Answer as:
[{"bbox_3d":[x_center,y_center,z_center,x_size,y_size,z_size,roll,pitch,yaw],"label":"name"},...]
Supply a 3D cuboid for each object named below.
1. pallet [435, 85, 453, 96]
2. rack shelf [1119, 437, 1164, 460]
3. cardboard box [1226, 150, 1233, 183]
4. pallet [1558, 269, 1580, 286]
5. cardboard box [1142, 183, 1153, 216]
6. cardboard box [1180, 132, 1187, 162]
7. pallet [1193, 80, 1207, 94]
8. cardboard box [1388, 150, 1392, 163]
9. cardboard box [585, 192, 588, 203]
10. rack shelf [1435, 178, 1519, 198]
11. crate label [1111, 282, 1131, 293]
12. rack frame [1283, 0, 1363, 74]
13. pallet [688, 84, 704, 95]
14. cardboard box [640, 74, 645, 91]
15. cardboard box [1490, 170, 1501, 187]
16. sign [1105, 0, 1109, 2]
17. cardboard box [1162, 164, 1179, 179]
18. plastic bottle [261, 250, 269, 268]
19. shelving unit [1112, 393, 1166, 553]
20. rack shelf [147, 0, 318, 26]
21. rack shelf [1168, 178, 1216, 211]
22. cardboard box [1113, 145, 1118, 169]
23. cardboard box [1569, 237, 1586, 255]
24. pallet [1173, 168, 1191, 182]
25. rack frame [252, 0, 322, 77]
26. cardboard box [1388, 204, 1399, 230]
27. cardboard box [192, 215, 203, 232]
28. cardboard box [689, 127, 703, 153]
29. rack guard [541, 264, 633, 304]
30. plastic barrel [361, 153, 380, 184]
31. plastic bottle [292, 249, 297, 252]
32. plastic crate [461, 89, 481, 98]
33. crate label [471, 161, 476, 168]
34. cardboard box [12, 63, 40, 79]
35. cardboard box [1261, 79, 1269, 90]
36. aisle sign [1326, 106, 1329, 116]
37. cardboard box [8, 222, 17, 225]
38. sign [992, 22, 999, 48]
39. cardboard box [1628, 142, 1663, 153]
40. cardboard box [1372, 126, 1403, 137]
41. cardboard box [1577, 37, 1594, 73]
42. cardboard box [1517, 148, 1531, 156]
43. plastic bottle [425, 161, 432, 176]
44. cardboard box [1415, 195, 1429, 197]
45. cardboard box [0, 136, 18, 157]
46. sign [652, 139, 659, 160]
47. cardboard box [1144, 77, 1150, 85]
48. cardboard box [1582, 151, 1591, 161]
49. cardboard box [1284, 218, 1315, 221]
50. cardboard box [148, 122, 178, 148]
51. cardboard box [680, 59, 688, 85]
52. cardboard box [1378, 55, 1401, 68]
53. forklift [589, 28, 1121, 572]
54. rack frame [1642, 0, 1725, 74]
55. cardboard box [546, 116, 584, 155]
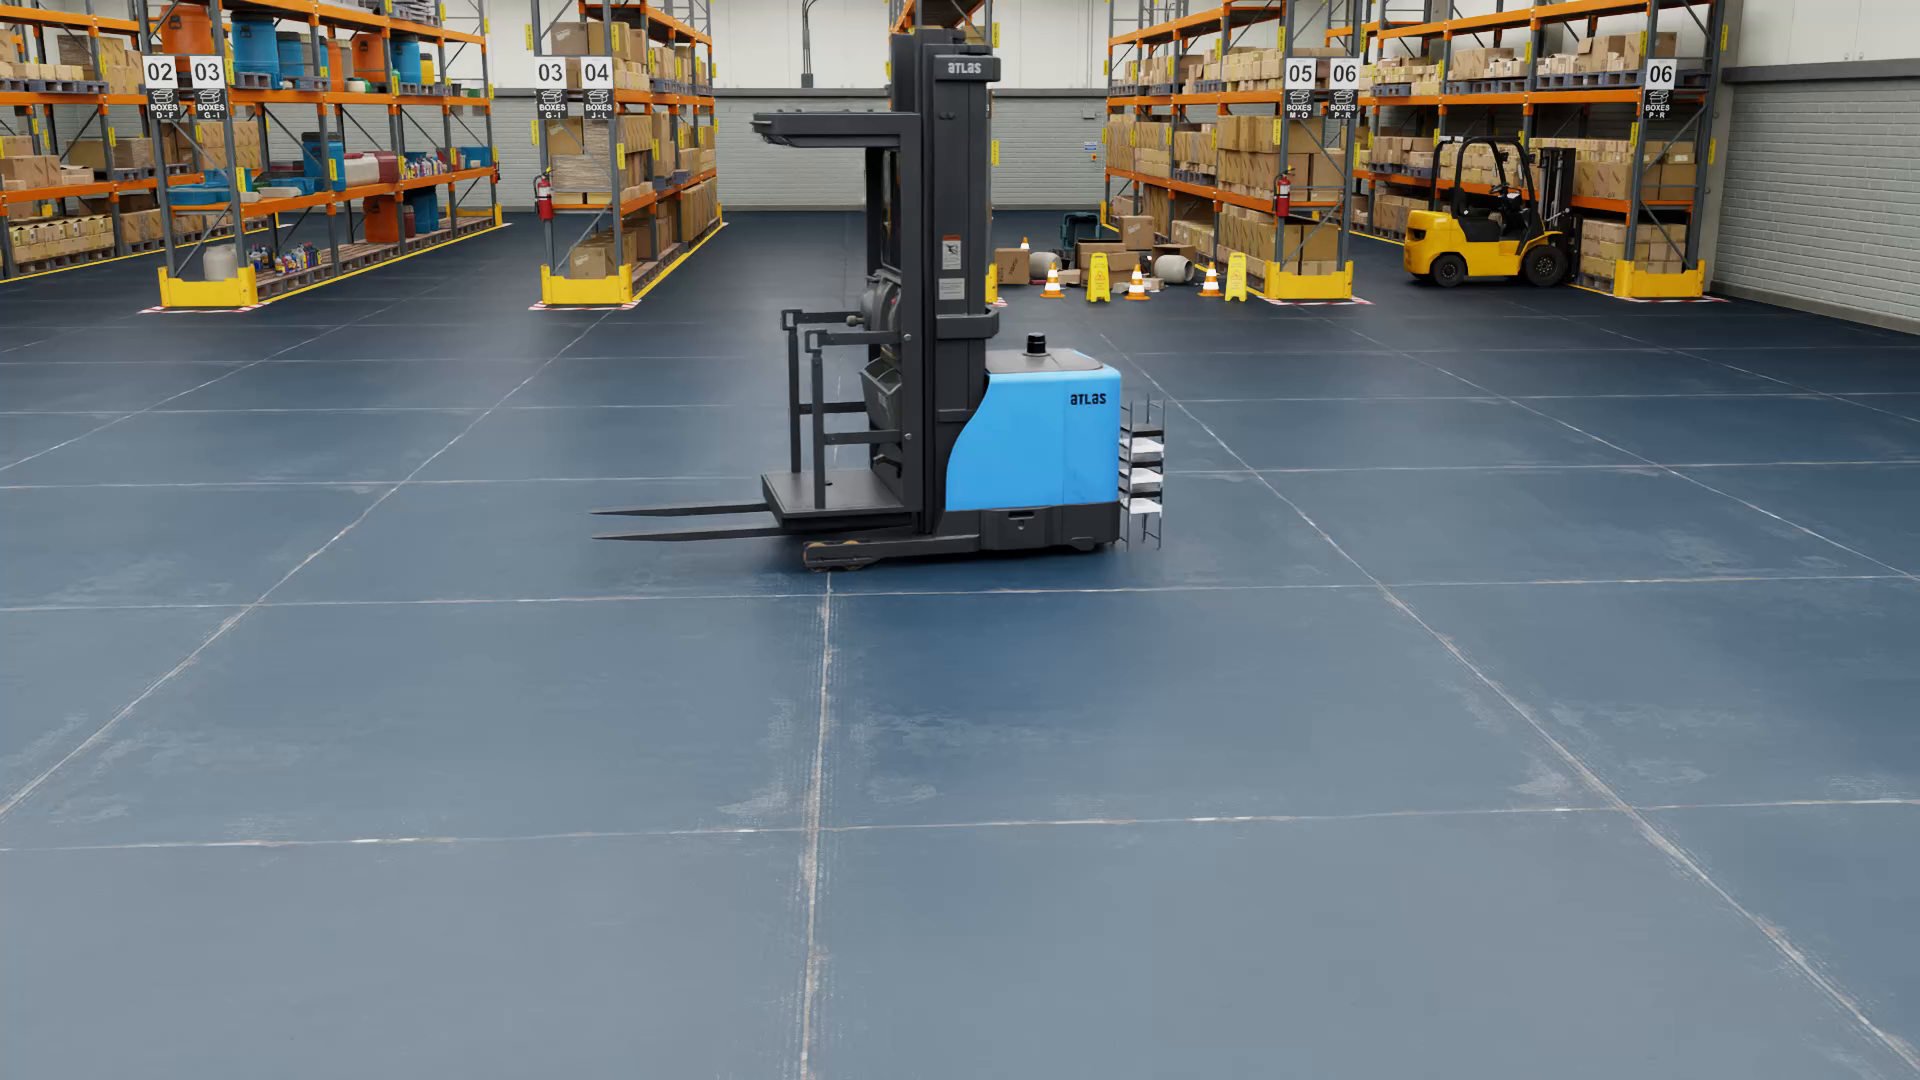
[{"bbox_3d":[-10.584,-8.738,32.325,1.213,0.211,1.003,-1,14,-3],"label":"pallet"},{"bbox_3d":[1.046,-0.537,9.718,0.200,0.077,0.258,-5,15,-17],"label":"rack shelf"},{"bbox_3d":[4.404,-5.764,25.611,0.500,0.500,0.500,-1,14,-4],"label":"cardboard box"},{"bbox_3d":[9.640,-4.034,25.282,1.003,0.211,1.213,-1,14,-3],"label":"pallet"},{"bbox_3d":[4.223,-6.821,33.937,0.875,0.875,0.875,0,14,-2],"label":"cardboard box"},{"bbox_3d":[4.189,-6.955,29.399,0.500,0.500,0.500,0,14,-1],"label":"cardboard box"},{"bbox_3d":[4.601,-7.584,27.841,1.213,0.211,1.003,-1,14,-3],"label":"pallet"},{"bbox_3d":[8.762,-7.664,33.219,0.396,0.266,0.258,0,14,-1],"label":"cardboard box"},{"bbox_3d":[-5.281,-4.670,22.661,0.380,0.149,0.250,-1,14,-3],"label":"cardboard box"},{"bbox_3d":[9.430,-6.036,28.911,1.077,0.370,4.000,-1,14,-3],"label":"rack shelf"},{"bbox_3d":[2.337,-3.608,23.776,0.250,0.136,0.298,-9,17,-32],"label":"crate label"},{"bbox_3d":[4.848,-7.720,21.972,1.000,3.000,0.127,-1,14,-3],"label":"rack frame"},{"bbox_3d":[-5.826,-9.260,34.153,1.003,0.211,1.213,-1,14,-3],"label":"pallet"},{"bbox_3d":[-4.980,-6.797,24.706,0.500,0.250,0.500,-1,14,-2],"label":"cardboard box"},{"bbox_3d":[9.225,-6.061,27.863,0.500,0.250,0.500,-1,14,-4],"label":"cardboard box"},{"bbox_3d":[3.303,-12.221,37.275,0.100,0.325,0.005,-1,14,-3],"label":"sign"},{"bbox_3d":[4.062,-6.854,30.945,0.500,0.250,0.500,-1,14,-5],"label":"cardboard box"},{"bbox_3d":[-10.469,-4.231,25.042,0.097,0.271,0.097,0,14,0],"label":"plastic bottle"},{"bbox_3d":[1.046,-0.395,9.755,0.210,0.900,0.258,-5,15,-17],"label":"shelving unit"},{"bbox_3d":[-10.110,-7.446,23.153,1.077,0.370,4.000,-1,14,-3],"label":"rack shelf"},{"bbox_3d":[4.476,-5.959,28.609,1.077,0.370,4.000,-1,14,-3],"label":"rack shelf"},{"bbox_3d":[3.673,-8.466,36.712,0.500,0.500,0.500,-1,14,-4],"label":"cardboard box"},{"bbox_3d":[9.387,-4.375,24.684,0.500,0.250,0.500,-1,14,-5],"label":"cardboard box"},{"bbox_3d":[4.503,-6.536,29.794,1.213,0.211,1.003,-1,14,-3],"label":"pallet"},{"bbox_3d":[-10.234,-8.486,24.947,1.000,3.000,0.127,-1,14,-3],"label":"rack frame"},{"bbox_3d":[8.933,-6.489,33.402,0.500,0.500,0.500,-1,14,-5],"label":"cardboard box"},{"bbox_3d":[-15.357,-6.378,32.931,0.500,0.500,0.500,-1,14,-4],"label":"cardboard box"},{"bbox_3d":[-5.561,-8.204,34.091,0.500,0.500,0.500,-1,14,-3],"label":"cardboard box"},{"bbox_3d":[-5.047,-3.470,22.510,1.175,0.500,0.348,-1,14,-3],"label":"rack guard"},{"bbox_3d":[-10.205,-6.377,28.565,0.421,0.512,0.421,0,14,0],"label":"plastic barrel"},{"bbox_3d":[-10.041,-4.262,25.155,0.152,0.276,0.135,-1,14,-3],"label":"plastic bottle"},{"bbox_3d":[-10.631,-9.674,36.010,0.450,0.188,0.336,-1,14,-3],"label":"plastic crate"},{"bbox_3d":[-10.701,-8.125,35.993,0.396,0.136,0.243,-1,14,-3],"label":"crate label"},{"bbox_3d":[-15.235,-7.565,26.845,0.500,0.250,0.500,-2,15,-8],"label":"cardboard box"},{"bbox_3d":[4.504,-6.484,23.690,0.380,0.149,0.250,-1,14,-4],"label":"cardboard box"},{"bbox_3d":[8.513,-10.143,38.211,0.394,0.787,0.004,-1,14,-3],"label":"aisle sign"},{"bbox_3d":[-15.556,-4.998,26.981,0.500,0.311,0.500,-1,14,-4],"label":"cardboard box"},{"bbox_3d":[0.468,-6.635,21.860,0.100,0.325,0.005,-1,14,-3],"label":"sign"},{"bbox_3d":[9.570,-5.485,23.225,0.380,0.149,0.250,-1,14,-3],"label":"cardboard box"},{"bbox_3d":[9.232,-8.686,35.964,0.500,0.500,0.500,-1,14,-5],"label":"cardboard box"},{"bbox_3d":[9.570,-7.156,24.547,0.797,0.503,0.637,0,14,-2],"label":"cardboard box"},{"bbox_3d":[9.312,-6.331,27.111,0.380,0.149,0.250,0,14,-2],"label":"cardboard box"},{"bbox_3d":[-10.329,-7.200,32.241,0.152,0.276,0.135,-1,14,-3],"label":"plastic bottle"},{"bbox_3d":[9.457,-6.908,33.726,0.380,0.149,0.250,-2,15,-6],"label":"cardboard box"},{"bbox_3d":[-20.768,-8.249,35.467,0.980,0.700,0.700,-1,14,-4],"label":"cardboard box"},{"bbox_3d":[-4.749,-6.086,25.924,0.100,0.325,0.005,-1,14,-3],"label":"sign"},{"bbox_3d":[3.834,-9.022,32.678,0.380,0.166,0.250,-2,15,-7],"label":"cardboard box"},{"bbox_3d":[9.397,-5.656,24.485,0.380,0.149,0.250,-1,14,-3],"label":"cardboard box"},{"bbox_3d":[5.013,-4.515,24.726,0.500,0.500,0.500,-1,14,-2],"label":"cardboard box"},{"bbox_3d":[-15.963,-8.149,33.470,0.500,0.500,0.500,-1,14,-3],"label":"cardboard box"},{"bbox_3d":[-5.740,-9.207,32.726,0.700,0.500,0.500,-1,14,-2],"label":"cardboard box"},{"bbox_3d":[8.729,-9.724,33.812,0.396,0.266,0.258,-1,14,-4],"label":"cardboard box"},{"bbox_3d":[-0.635,-1.383,9.518,3.031,2.935,1.130,-3,15,-13],"label":"forklift"},{"bbox_3d":[9.802,-7.798,22.274,1.000,3.000,0.127,-1,14,-3],"label":"rack frame"},{"bbox_3d":[-5.323,-5.472,22.468,0.500,0.500,0.500,-1,14,-3],"label":"cardboard box"}]
